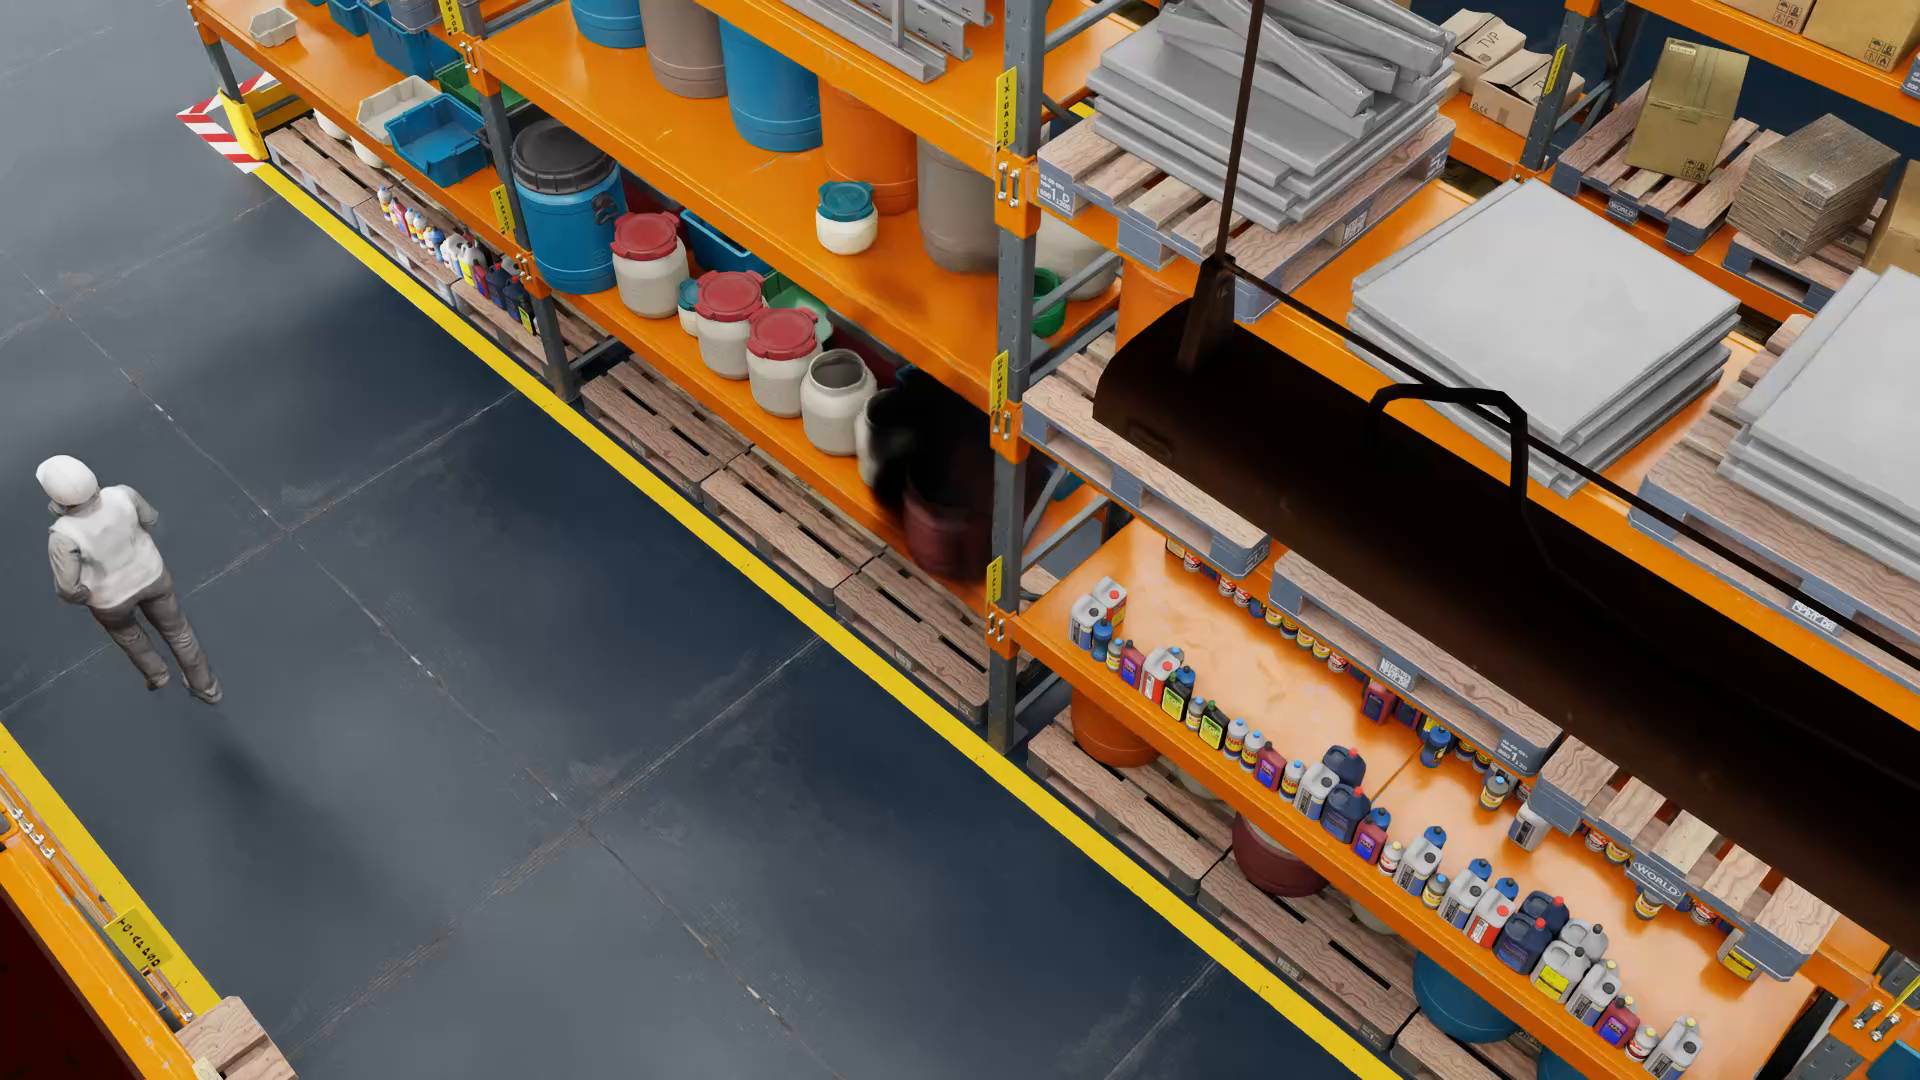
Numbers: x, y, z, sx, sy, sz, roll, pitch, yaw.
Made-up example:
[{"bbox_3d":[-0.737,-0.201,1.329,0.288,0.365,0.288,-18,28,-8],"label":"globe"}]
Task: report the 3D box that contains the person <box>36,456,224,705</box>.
[{"bbox_3d":[-4.368,0.237,8.707,0.742,1.888,0.635,36,59,26],"label":"person"}]
